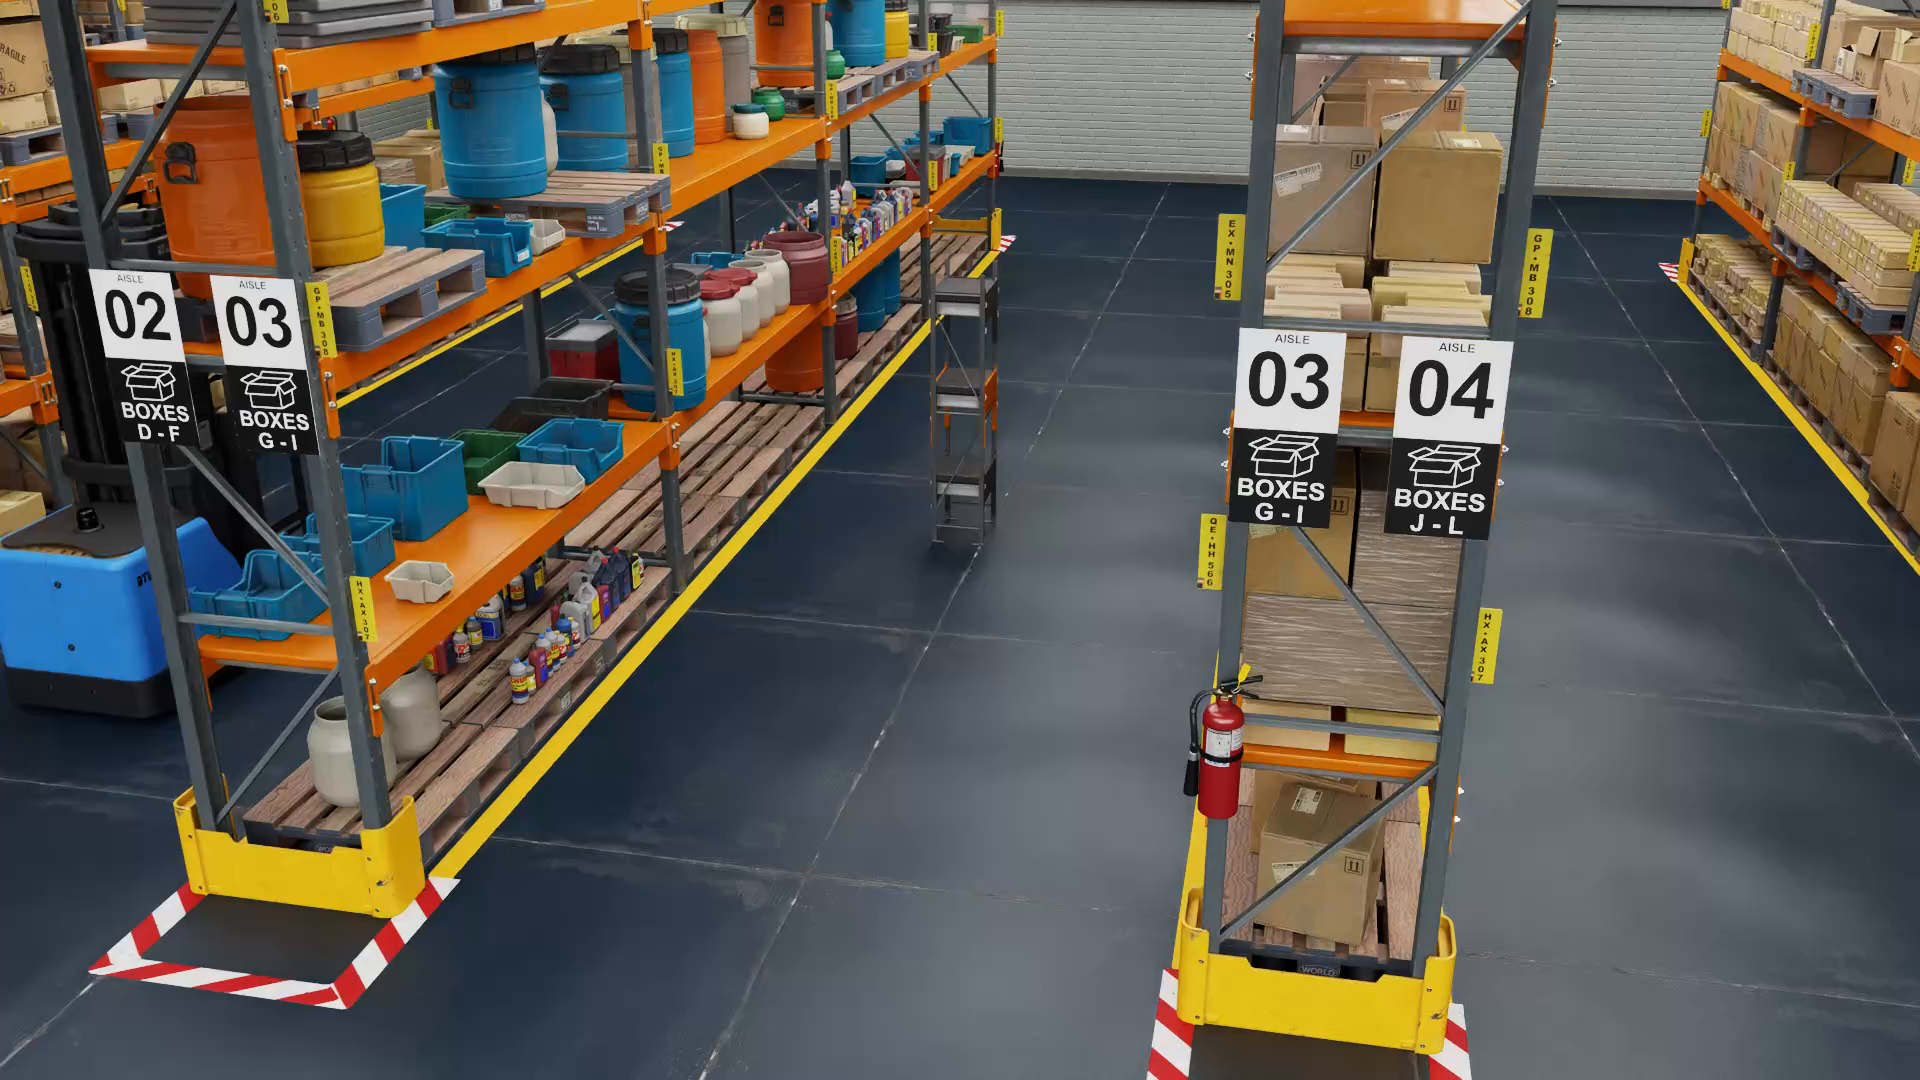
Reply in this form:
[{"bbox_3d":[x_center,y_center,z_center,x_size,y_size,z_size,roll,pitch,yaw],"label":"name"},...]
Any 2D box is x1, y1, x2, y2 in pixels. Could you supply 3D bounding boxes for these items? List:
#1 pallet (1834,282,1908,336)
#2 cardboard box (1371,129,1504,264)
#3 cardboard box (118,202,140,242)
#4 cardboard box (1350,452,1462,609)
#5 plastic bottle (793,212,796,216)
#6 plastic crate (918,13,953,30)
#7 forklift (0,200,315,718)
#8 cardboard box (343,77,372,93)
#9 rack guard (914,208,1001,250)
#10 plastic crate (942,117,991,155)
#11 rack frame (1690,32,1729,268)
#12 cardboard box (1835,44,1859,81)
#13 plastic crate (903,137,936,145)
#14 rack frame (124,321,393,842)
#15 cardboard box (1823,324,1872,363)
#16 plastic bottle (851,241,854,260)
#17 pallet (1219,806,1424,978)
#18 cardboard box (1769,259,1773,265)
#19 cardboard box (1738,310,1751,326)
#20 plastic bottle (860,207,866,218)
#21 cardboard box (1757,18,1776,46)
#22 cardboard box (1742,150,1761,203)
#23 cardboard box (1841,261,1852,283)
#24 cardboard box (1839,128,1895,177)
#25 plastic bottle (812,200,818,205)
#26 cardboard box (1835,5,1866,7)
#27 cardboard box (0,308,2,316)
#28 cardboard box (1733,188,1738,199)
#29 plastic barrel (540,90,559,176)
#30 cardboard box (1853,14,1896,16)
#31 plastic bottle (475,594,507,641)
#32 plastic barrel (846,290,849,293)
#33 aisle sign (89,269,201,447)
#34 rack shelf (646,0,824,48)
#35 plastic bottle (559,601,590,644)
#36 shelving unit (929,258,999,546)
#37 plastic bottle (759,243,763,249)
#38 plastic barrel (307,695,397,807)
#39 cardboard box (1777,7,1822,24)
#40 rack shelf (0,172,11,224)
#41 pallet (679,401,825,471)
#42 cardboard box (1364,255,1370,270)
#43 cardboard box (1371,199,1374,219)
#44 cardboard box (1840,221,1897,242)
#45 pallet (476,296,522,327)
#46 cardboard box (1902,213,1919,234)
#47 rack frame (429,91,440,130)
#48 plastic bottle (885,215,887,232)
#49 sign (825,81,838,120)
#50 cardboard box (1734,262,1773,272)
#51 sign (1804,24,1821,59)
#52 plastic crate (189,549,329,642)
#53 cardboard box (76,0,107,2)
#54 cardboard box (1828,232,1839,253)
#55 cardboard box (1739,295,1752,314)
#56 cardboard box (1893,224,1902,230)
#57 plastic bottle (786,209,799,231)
[{"bbox_3d":[8.069,-1.908,13.832,1.213,0.211,1.003,4,22,11],"label":"pallet"},{"bbox_3d":[2.128,-1.547,7.464,0.500,0.500,0.500,4,22,11],"label":"cardboard box"},{"bbox_3d":[-10.544,-3.689,20.312,0.750,0.750,0.750,5,22,12],"label":"cardboard box"},{"bbox_3d":[1.939,-0.046,7.081,0.500,0.500,0.500,4,22,11],"label":"cardboard box"},{"bbox_3d":[-1.693,-3.181,16.893,0.061,0.283,0.133,4,22,11],"label":"plastic bottle"},{"bbox_3d":[-0.375,-6.657,21.528,0.497,0.269,0.590,4,22,11],"label":"plastic crate"},{"bbox_3d":[-5.018,-0.808,10.938,1.130,2.935,3.031,5,22,12],"label":"forklift"},{"bbox_3d":[-6.344,-4.686,16.324,0.910,0.500,0.500,4,22,11],"label":"cardboard box"},{"bbox_3d":[-0.031,-4.297,22.853,1.175,0.500,0.348,4,22,11],"label":"rack guard"},{"bbox_3d":[0.091,-5.354,22.004,0.616,0.435,0.499,4,22,11],"label":"plastic crate"},{"bbox_3d":[9.660,-4.654,20.393,1.000,3.000,0.127,4,22,11],"label":"rack frame"},{"bbox_3d":[8.459,-4.430,15.379,0.500,0.311,0.500,4,22,10],"label":"cardboard box"},{"bbox_3d":[-0.531,-5.090,21.622,0.416,0.233,0.300,4,22,11],"label":"plastic crate"},{"bbox_3d":[-3.288,0.405,7.832,1.000,3.000,0.127,4,22,11],"label":"rack frame"},{"bbox_3d":[8.122,-1.751,14.967,0.500,0.250,0.500,5,22,12],"label":"cardboard box"},{"bbox_3d":[-1.079,-2.820,16.107,0.097,0.201,0.097,0,22,0],"label":"plastic bottle"},{"bbox_3d":[1.776,1.754,8.216,1.003,0.211,1.213,4,22,11],"label":"pallet"},{"bbox_3d":[9.487,-3.117,19.035,0.380,0.149,0.250,4,22,9],"label":"cardboard box"},{"bbox_3d":[8.716,-2.423,18.108,0.380,0.149,0.250,4,22,9],"label":"cardboard box"},{"bbox_3d":[-0.982,-3.306,17.218,0.097,0.271,0.097,0,22,0],"label":"plastic bottle"},{"bbox_3d":[8.994,-5.507,18.028,0.500,0.250,0.500,4,22,9],"label":"cardboard box"},{"bbox_3d":[8.876,-3.945,18.102,0.500,0.500,0.500,4,22,11],"label":"cardboard box"},{"bbox_3d":[7.837,-2.297,14.316,0.380,0.149,0.250,4,22,10],"label":"cardboard box"},{"bbox_3d":[9.175,-3.985,16.864,0.500,0.500,0.500,5,22,12],"label":"cardboard box"},{"bbox_3d":[-1.496,-3.447,17.563,0.152,0.276,0.135,4,22,11],"label":"plastic bottle"},{"bbox_3d":[9.544,-5.687,17.942,0.380,0.149,0.250,4,22,9],"label":"cardboard box"},{"bbox_3d":[-7.166,-1.668,11.978,0.380,0.149,0.250,4,22,11],"label":"cardboard box"},{"bbox_3d":[9.078,-3.962,19.013,0.380,0.149,0.250,4,22,10],"label":"cardboard box"},{"bbox_3d":[-2.752,-2.553,10.451,0.421,0.512,0.421,0,22,0],"label":"plastic barrel"},{"bbox_3d":[9.224,-5.210,16.758,0.380,0.149,0.250,4,22,10],"label":"cardboard box"},{"bbox_3d":[-3.018,0.492,10.674,0.152,0.276,0.135,4,22,11],"label":"plastic bottle"},{"bbox_3d":[-1.315,-2.368,17.486,0.421,0.512,0.421,0,22,0],"label":"plastic barrel"},{"bbox_3d":[-3.594,-0.797,7.337,0.394,0.787,0.004,4,22,11],"label":"aisle sign"},{"bbox_3d":[-2.064,-4.053,12.369,1.077,0.370,4.000,4,22,11],"label":"rack shelf"},{"bbox_3d":[-2.464,0.507,10.637,0.152,0.276,0.135,5,22,12],"label":"plastic bottle"},{"bbox_3d":[0.034,-1.035,12.612,0.431,2.100,0.503,4,22,11],"label":"shelving unit"},{"bbox_3d":[-1.903,-2.734,15.893,0.097,0.201,0.097,0,22,0],"label":"plastic bottle"},{"bbox_3d":[-3.229,1.118,8.830,0.421,0.512,0.421,0,22,0],"label":"plastic barrel"},{"bbox_3d":[8.879,-5.540,17.576,0.380,0.149,0.250,4,22,11],"label":"cardboard box"},{"bbox_3d":[-7.729,-1.763,10.163,1.077,0.370,4.000,4,22,11],"label":"rack shelf"},{"bbox_3d":[-1.852,-0.947,14.921,1.003,0.211,1.213,4,22,11],"label":"pallet"},{"bbox_3d":[2.217,-1.256,8.143,0.500,0.250,0.500,5,22,13],"label":"cardboard box"},{"bbox_3d":[2.327,-1.665,8.625,0.380,0.149,0.250,5,23,13],"label":"cardboard box"},{"bbox_3d":[7.892,-2.669,14.444,0.380,0.149,0.250,4,22,11],"label":"cardboard box"},{"bbox_3d":[-5.817,-2.768,19.445,1.003,0.211,1.213,4,22,11],"label":"pallet"},{"bbox_3d":[8.633,-2.808,14.789,0.380,0.149,0.250,4,22,10],"label":"cardboard box"},{"bbox_3d":[-5.688,-4.362,19.670,1.000,3.000,0.127,4,22,11],"label":"rack frame"},{"bbox_3d":[-0.806,-3.311,17.325,0.097,0.201,0.097,0,22,0],"label":"plastic bottle"},{"bbox_3d":[-1.116,-3.824,14.458,0.100,0.325,0.005,4,22,11],"label":"sign"},{"bbox_3d":[9.014,-3.054,18.880,0.380,0.149,0.250,5,22,11],"label":"cardboard box"},{"bbox_3d":[8.311,-4.860,16.200,0.100,0.325,0.005,4,22,11],"label":"sign"},{"bbox_3d":[-3.479,0.268,8.371,0.499,0.251,0.616,4,22,11],"label":"plastic crate"},{"bbox_3d":[-10.624,-6.923,20.513,0.500,0.500,0.500,4,22,11],"label":"cardboard box"},{"bbox_3d":[7.944,-2.631,14.748,0.380,0.149,0.250,5,22,12],"label":"cardboard box"},{"bbox_3d":[8.678,-2.540,18.000,0.380,0.149,0.250,4,22,9],"label":"cardboard box"},{"bbox_3d":[8.691,-2.764,15.077,0.380,0.149,0.250,5,22,11],"label":"cardboard box"},{"bbox_3d":[-1.685,-3.151,16.728,0.144,0.351,0.185,4,22,11],"label":"plastic bottle"}]
